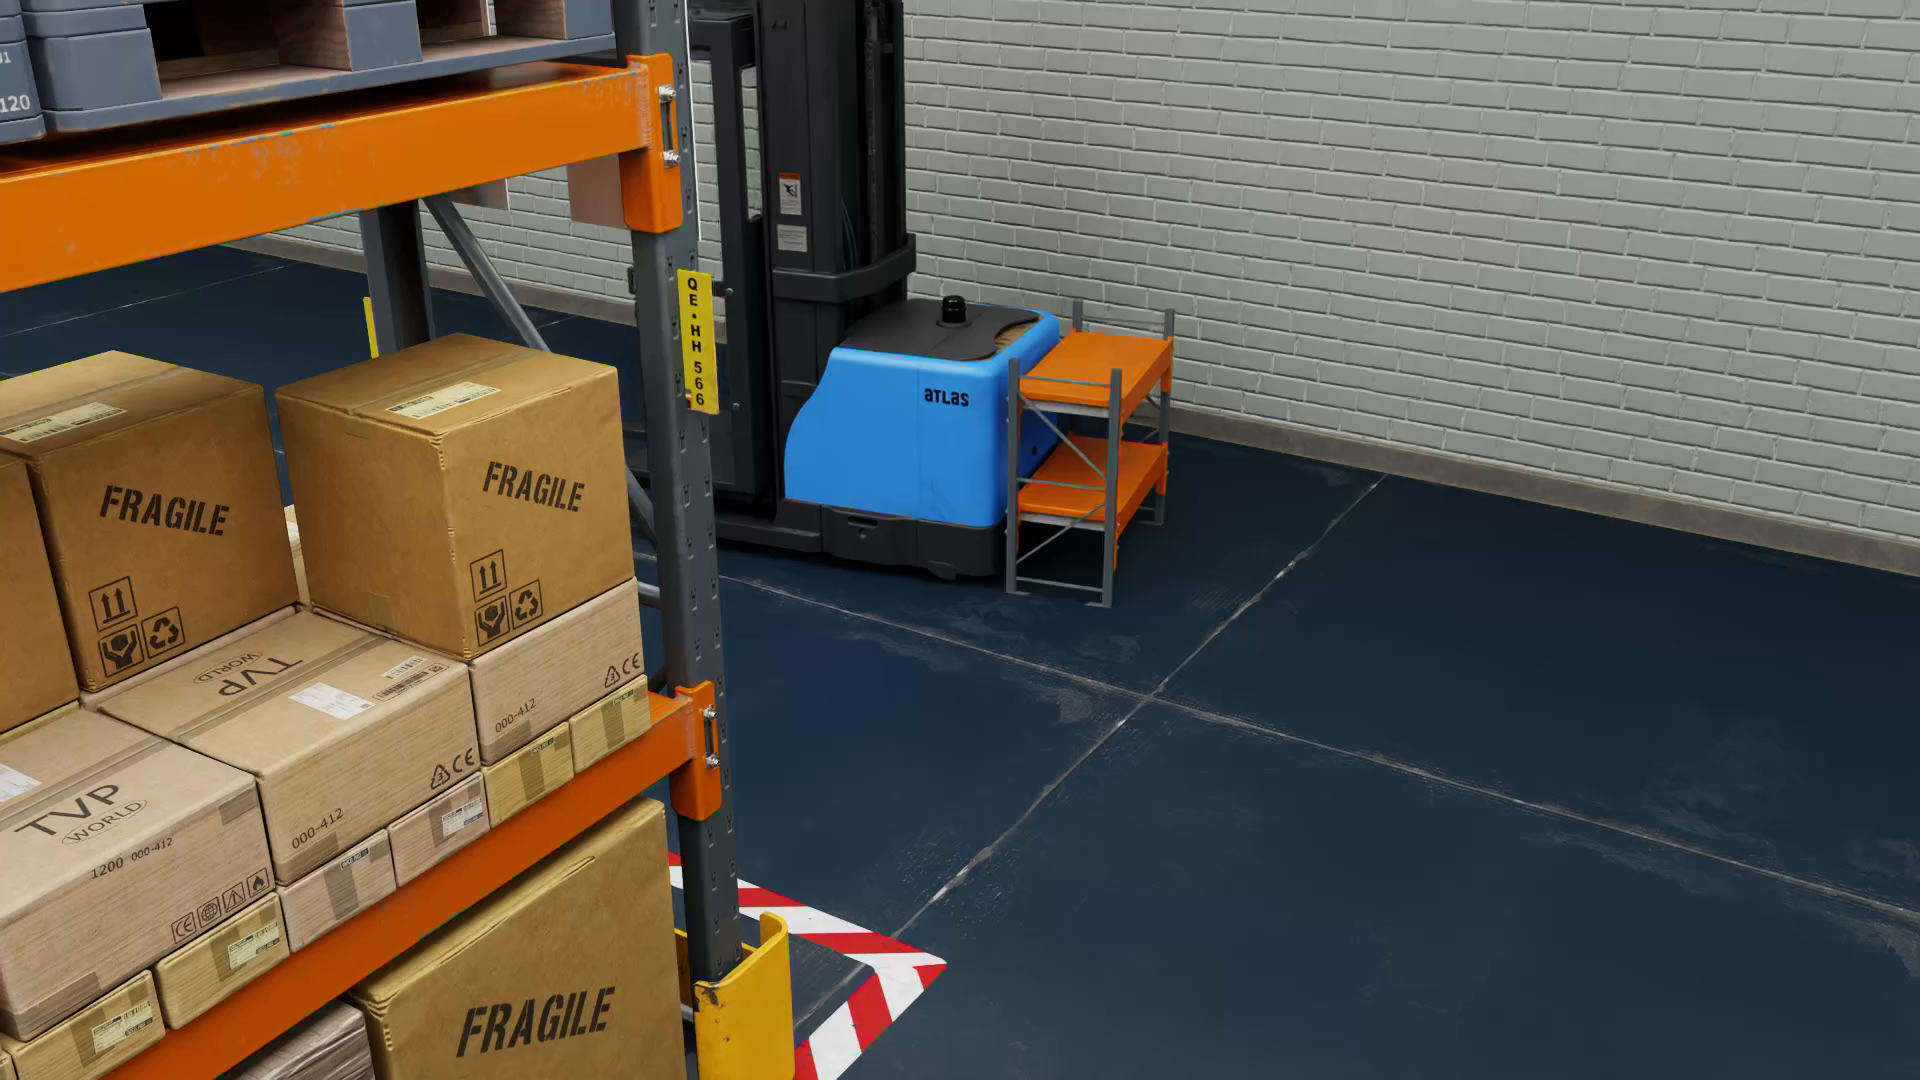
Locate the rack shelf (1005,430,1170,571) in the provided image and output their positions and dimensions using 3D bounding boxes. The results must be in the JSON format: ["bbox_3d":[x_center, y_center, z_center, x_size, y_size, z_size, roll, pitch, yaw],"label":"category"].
[{"bbox_3d":[0.623,-0.208,7.931,0.538,0.278,1.000,8,25,18],"label":"rack shelf"}]

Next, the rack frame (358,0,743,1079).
[{"bbox_3d":[-1.045,0.078,4.295,1.000,3.000,0.127,14,27,29],"label":"rack frame"}]

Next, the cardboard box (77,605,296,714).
[{"bbox_3d":[-1.797,0.292,3.613,0.500,0.250,0.500,13,27,28],"label":"cardboard box"}]

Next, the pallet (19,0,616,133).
[{"bbox_3d":[-1.428,-1.006,3.133,1.003,0.211,1.213,14,27,29],"label":"pallet"}]

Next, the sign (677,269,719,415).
[{"bbox_3d":[-0.592,-0.444,3.744,0.100,0.325,0.005,14,27,29],"label":"sign"}]

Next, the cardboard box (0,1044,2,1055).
[{"bbox_3d":[-1.883,0.749,2.559,0.500,0.250,0.500,14,27,29],"label":"cardboard box"}]

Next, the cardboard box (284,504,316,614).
[{"bbox_3d":[-1.528,0.116,4.022,0.500,0.250,0.500,13,27,28],"label":"cardboard box"}]

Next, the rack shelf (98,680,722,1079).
[{"bbox_3d":[-2.100,1.083,2.878,1.077,0.370,4.000,14,27,29],"label":"rack shelf"}]

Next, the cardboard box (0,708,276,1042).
[{"bbox_3d":[-1.612,0.572,2.967,0.500,0.250,0.500,13,27,27],"label":"cardboard box"}]

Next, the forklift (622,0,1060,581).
[{"bbox_3d":[-1.068,-1.511,8.051,3.031,2.935,1.130,9,25,20],"label":"forklift"}]

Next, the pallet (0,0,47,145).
[{"bbox_3d":[-2.071,-0.592,2.178,1.003,0.211,1.213,14,27,29],"label":"pallet"}]

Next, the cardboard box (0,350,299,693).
[{"bbox_3d":[-1.792,-0.060,3.483,0.500,0.500,0.500,13,27,28],"label":"cardboard box"}]

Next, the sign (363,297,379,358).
[{"bbox_3d":[-1.514,-0.474,4.380,0.100,0.325,0.005,14,27,29],"label":"sign"}]

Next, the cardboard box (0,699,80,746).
[{"bbox_3d":[-2.065,0.461,3.223,0.500,0.250,0.500,13,27,27],"label":"cardboard box"}]

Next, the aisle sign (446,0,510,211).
[{"bbox_3d":[-1.262,-1.202,3.980,0.394,0.787,0.004,14,27,29],"label":"aisle sign"}]

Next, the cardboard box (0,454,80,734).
[{"bbox_3d":[-2.060,0.116,3.076,0.500,0.500,0.500,13,27,28],"label":"cardboard box"}]

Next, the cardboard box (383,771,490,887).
[{"bbox_3d":[-1.223,0.555,3.508,0.380,0.149,0.250,14,27,29],"label":"cardboard box"}]

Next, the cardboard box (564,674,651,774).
[{"bbox_3d":[-0.953,0.382,3.908,0.380,0.149,0.250,14,27,30],"label":"cardboard box"}]

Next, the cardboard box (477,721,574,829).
[{"bbox_3d":[-1.089,0.470,3.704,0.380,0.149,0.250,14,27,29],"label":"cardboard box"}]

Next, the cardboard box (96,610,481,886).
[{"bbox_3d":[-1.344,0.400,3.364,0.500,0.250,0.500,13,27,28],"label":"cardboard box"}]

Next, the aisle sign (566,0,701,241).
[{"bbox_3d":[-0.753,-1.077,3.689,0.394,0.787,0.004,14,27,29],"label":"aisle sign"}]

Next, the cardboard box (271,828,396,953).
[{"bbox_3d":[-1.356,0.639,3.314,0.380,0.149,0.250,14,27,30],"label":"cardboard box"}]

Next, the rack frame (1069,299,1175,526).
[{"bbox_3d":[0.792,-0.623,8.274,0.500,1.125,0.032,8,25,18],"label":"rack frame"}]

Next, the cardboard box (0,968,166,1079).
[{"bbox_3d":[-1.627,0.815,2.908,0.380,0.149,0.250,14,27,29],"label":"cardboard box"}]

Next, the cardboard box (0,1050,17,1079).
[{"bbox_3d":[-1.760,0.898,2.716,0.380,0.149,0.250,14,27,30],"label":"cardboard box"}]

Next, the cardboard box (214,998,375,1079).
[{"bbox_3d":[-1.795,1.400,3.386,0.875,0.875,0.875,14,27,29],"label":"cardboard box"}]

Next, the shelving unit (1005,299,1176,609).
[{"bbox_3d":[0.623,-0.433,7.834,0.538,1.125,1.048,8,25,18],"label":"shelving unit"}]

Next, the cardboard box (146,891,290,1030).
[{"bbox_3d":[-1.491,0.727,3.111,0.380,0.149,0.250,13,27,28],"label":"cardboard box"}]

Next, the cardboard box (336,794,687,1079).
[{"bbox_3d":[-1.315,1.093,4.096,0.875,0.875,0.875,14,27,29],"label":"cardboard box"}]

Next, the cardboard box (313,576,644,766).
[{"bbox_3d":[-1.076,0.229,3.759,0.500,0.250,0.500,13,27,28],"label":"cardboard box"}]

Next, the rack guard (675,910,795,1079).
[{"bbox_3d":[-1.033,1.217,4.810,1.175,0.500,0.348,14,27,29],"label":"rack guard"}]

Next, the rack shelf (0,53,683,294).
[{"bbox_3d":[-2.100,-0.294,2.282,1.077,0.370,4.000,14,27,29],"label":"rack shelf"}]

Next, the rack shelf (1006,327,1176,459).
[{"bbox_3d":[0.623,-0.701,7.718,0.538,0.278,1.000,8,25,18],"label":"rack shelf"}]

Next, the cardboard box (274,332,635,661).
[{"bbox_3d":[-1.079,-0.115,3.609,0.500,0.500,0.500,14,27,30],"label":"cardboard box"}]

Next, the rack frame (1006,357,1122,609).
[{"bbox_3d":[0.453,-0.242,7.394,0.500,1.125,0.032,8,25,18],"label":"rack frame"}]
